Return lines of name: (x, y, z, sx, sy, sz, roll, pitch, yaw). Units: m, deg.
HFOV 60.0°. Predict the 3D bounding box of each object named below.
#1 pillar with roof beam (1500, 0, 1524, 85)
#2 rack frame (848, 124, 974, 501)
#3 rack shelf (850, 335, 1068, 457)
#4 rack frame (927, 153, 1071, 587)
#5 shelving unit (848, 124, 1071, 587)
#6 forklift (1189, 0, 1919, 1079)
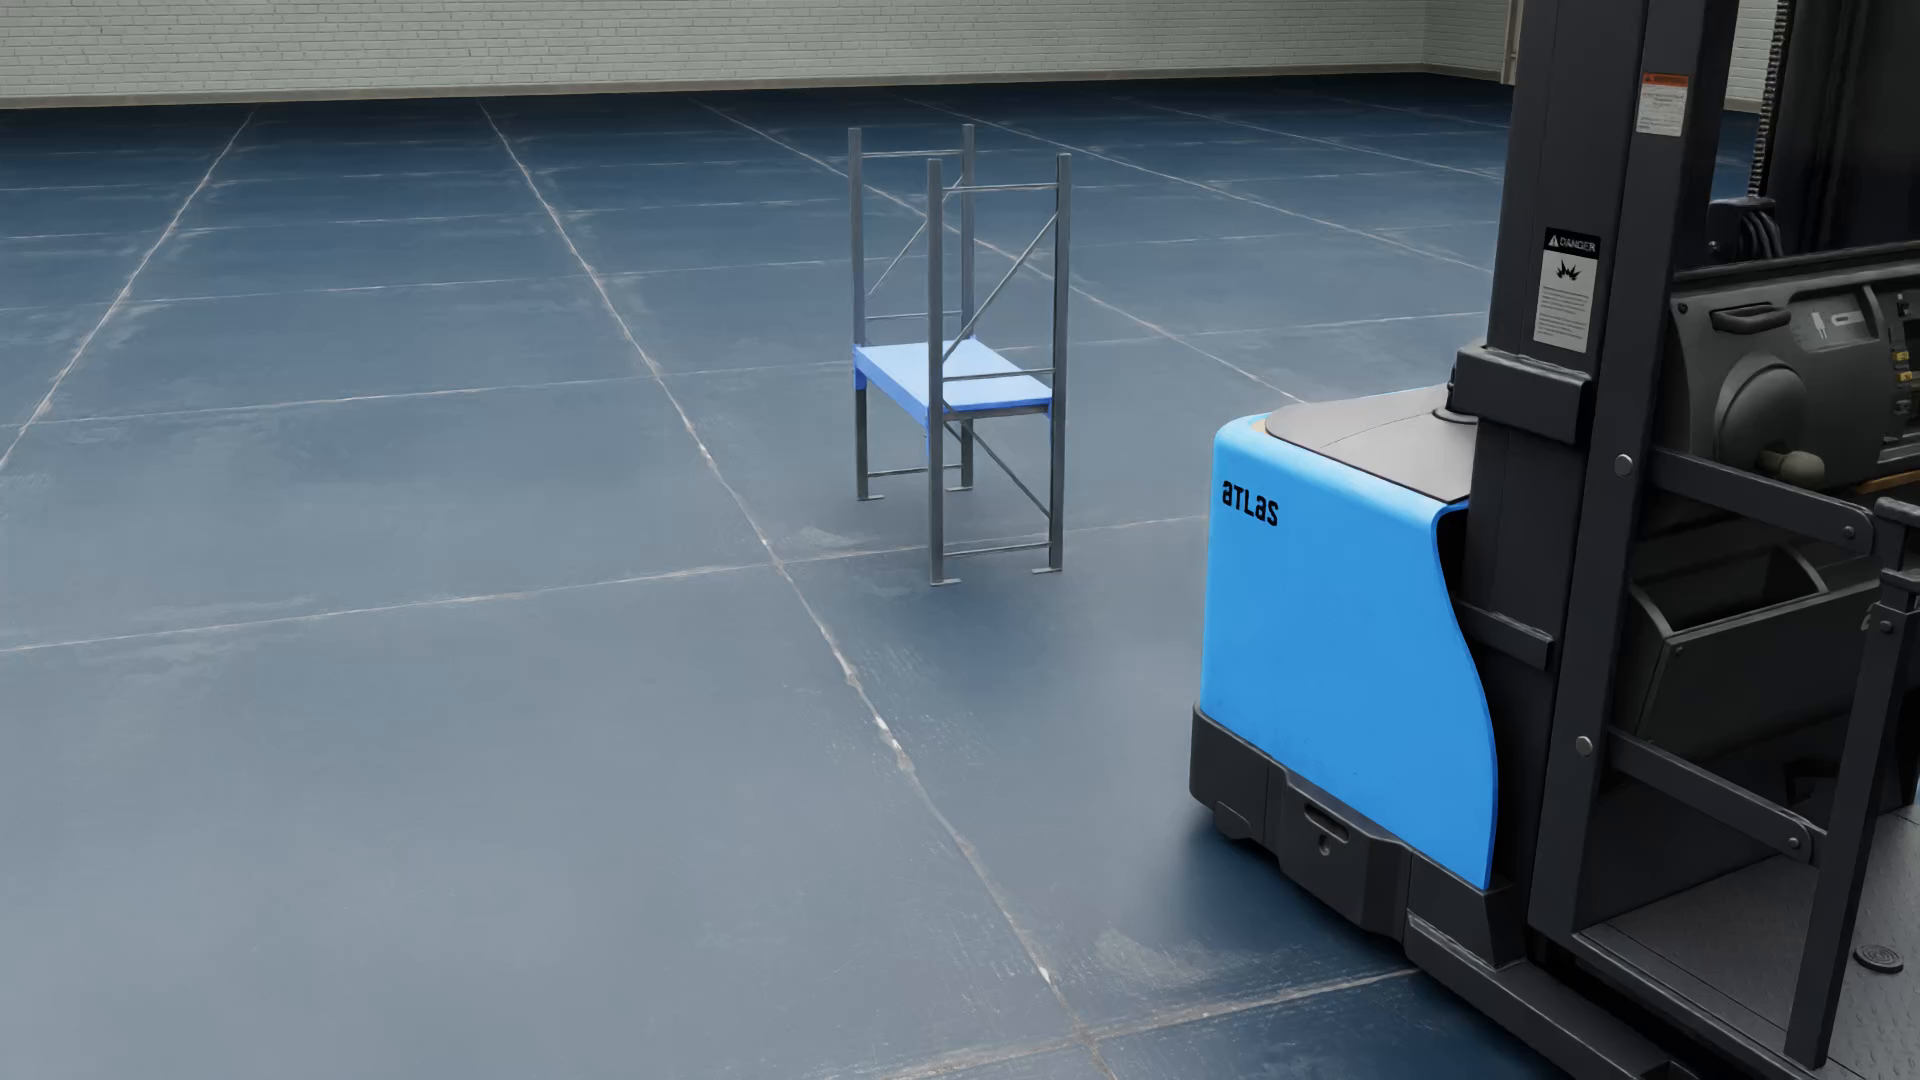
pillar with roof beam: (4.947, -11.186, 24.248, 9.100, 9.000, 0.400, -6, 21, -17)
rack frame: (-0.187, -0.896, 6.693, 0.500, 1.500, 0.032, -6, 21, -17)
rack shelf: (-0.027, -0.564, 6.300, 0.538, 0.185, 1.000, -6, 21, -17)
rack frame: (0.133, -0.570, 5.785, 0.500, 1.500, 0.032, -6, 21, -17)
shelving unit: (-0.027, -0.733, 6.239, 0.538, 1.500, 1.048, -6, 21, -17)
forklift: (1.756, -0.305, 2.930, 1.130, 2.935, 3.031, -11, 22, -27)
